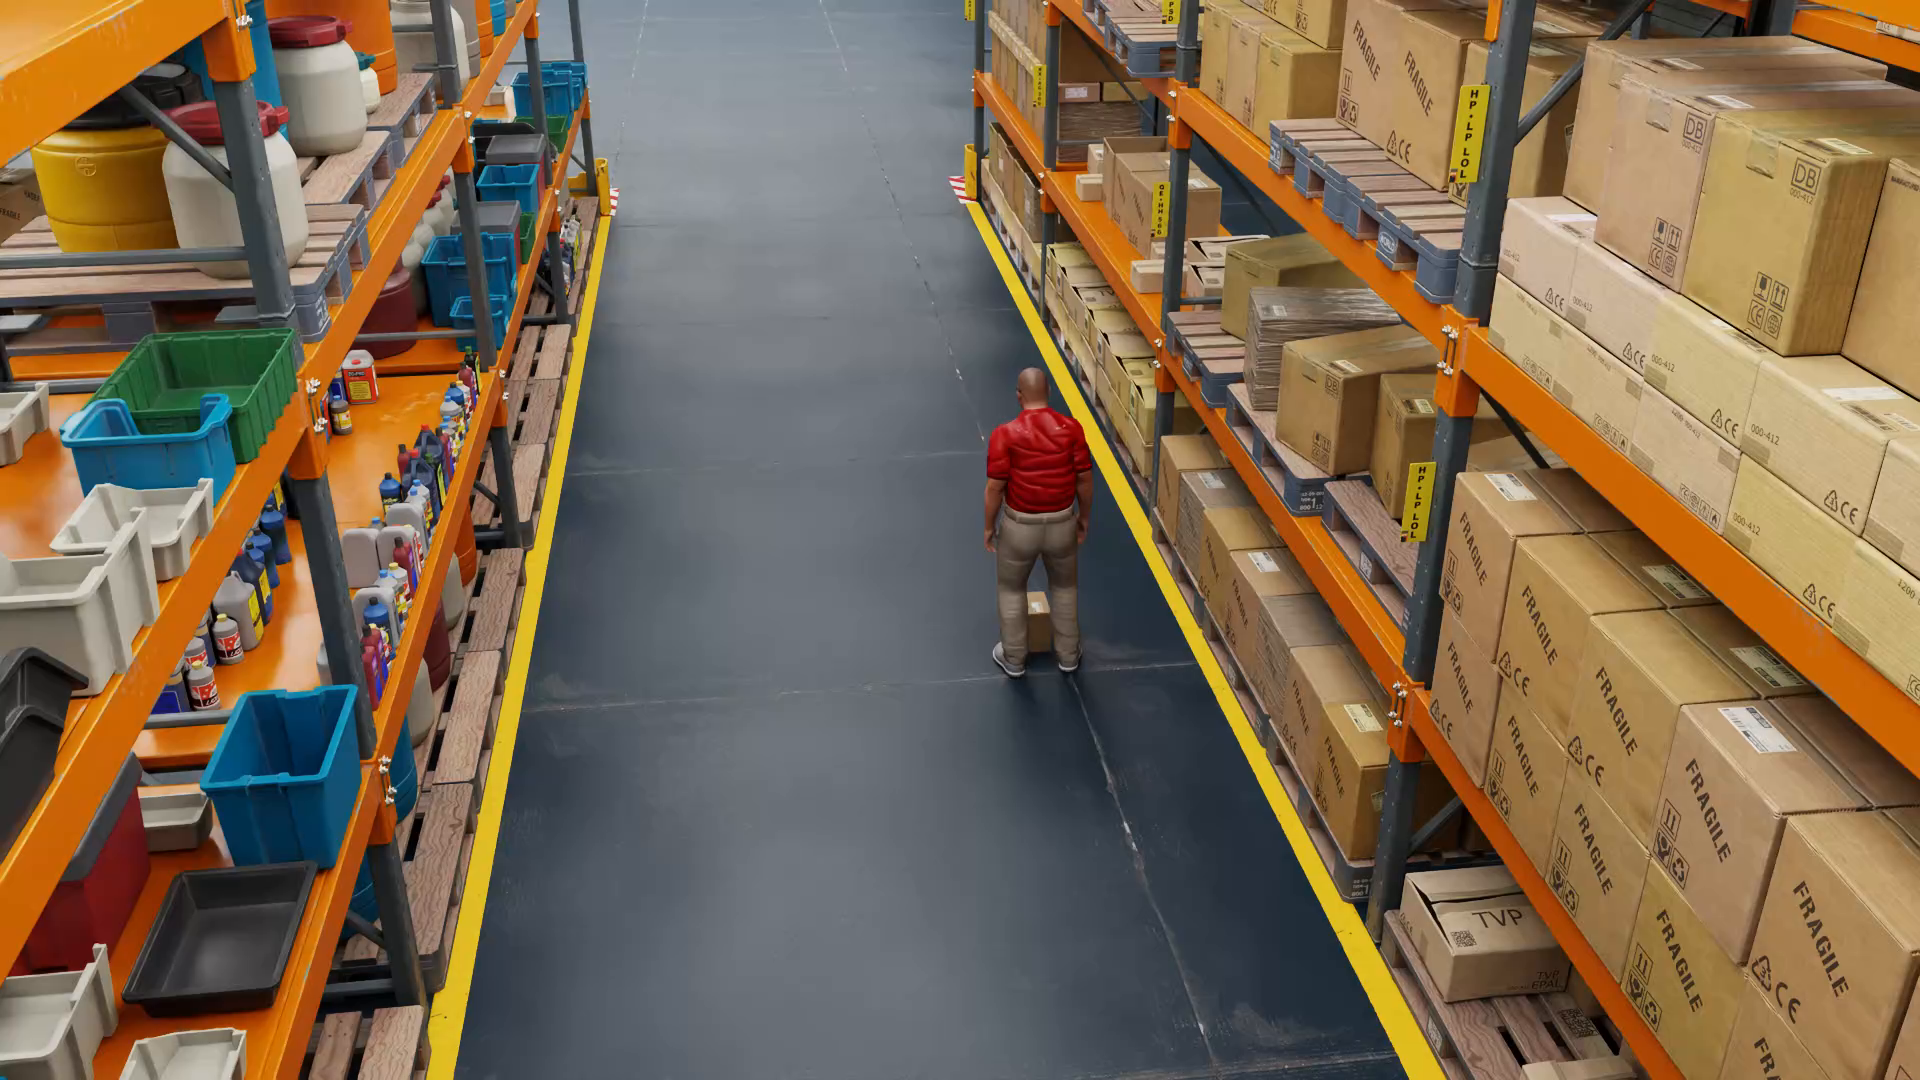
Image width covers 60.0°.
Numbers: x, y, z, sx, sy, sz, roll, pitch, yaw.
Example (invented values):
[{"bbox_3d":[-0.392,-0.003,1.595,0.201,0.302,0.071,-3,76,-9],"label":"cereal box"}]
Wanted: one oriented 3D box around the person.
[{"bbox_3d":[0.407,-0.079,8.789,0.590,1.725,0.393,-5,27,-9],"label":"person"}]
